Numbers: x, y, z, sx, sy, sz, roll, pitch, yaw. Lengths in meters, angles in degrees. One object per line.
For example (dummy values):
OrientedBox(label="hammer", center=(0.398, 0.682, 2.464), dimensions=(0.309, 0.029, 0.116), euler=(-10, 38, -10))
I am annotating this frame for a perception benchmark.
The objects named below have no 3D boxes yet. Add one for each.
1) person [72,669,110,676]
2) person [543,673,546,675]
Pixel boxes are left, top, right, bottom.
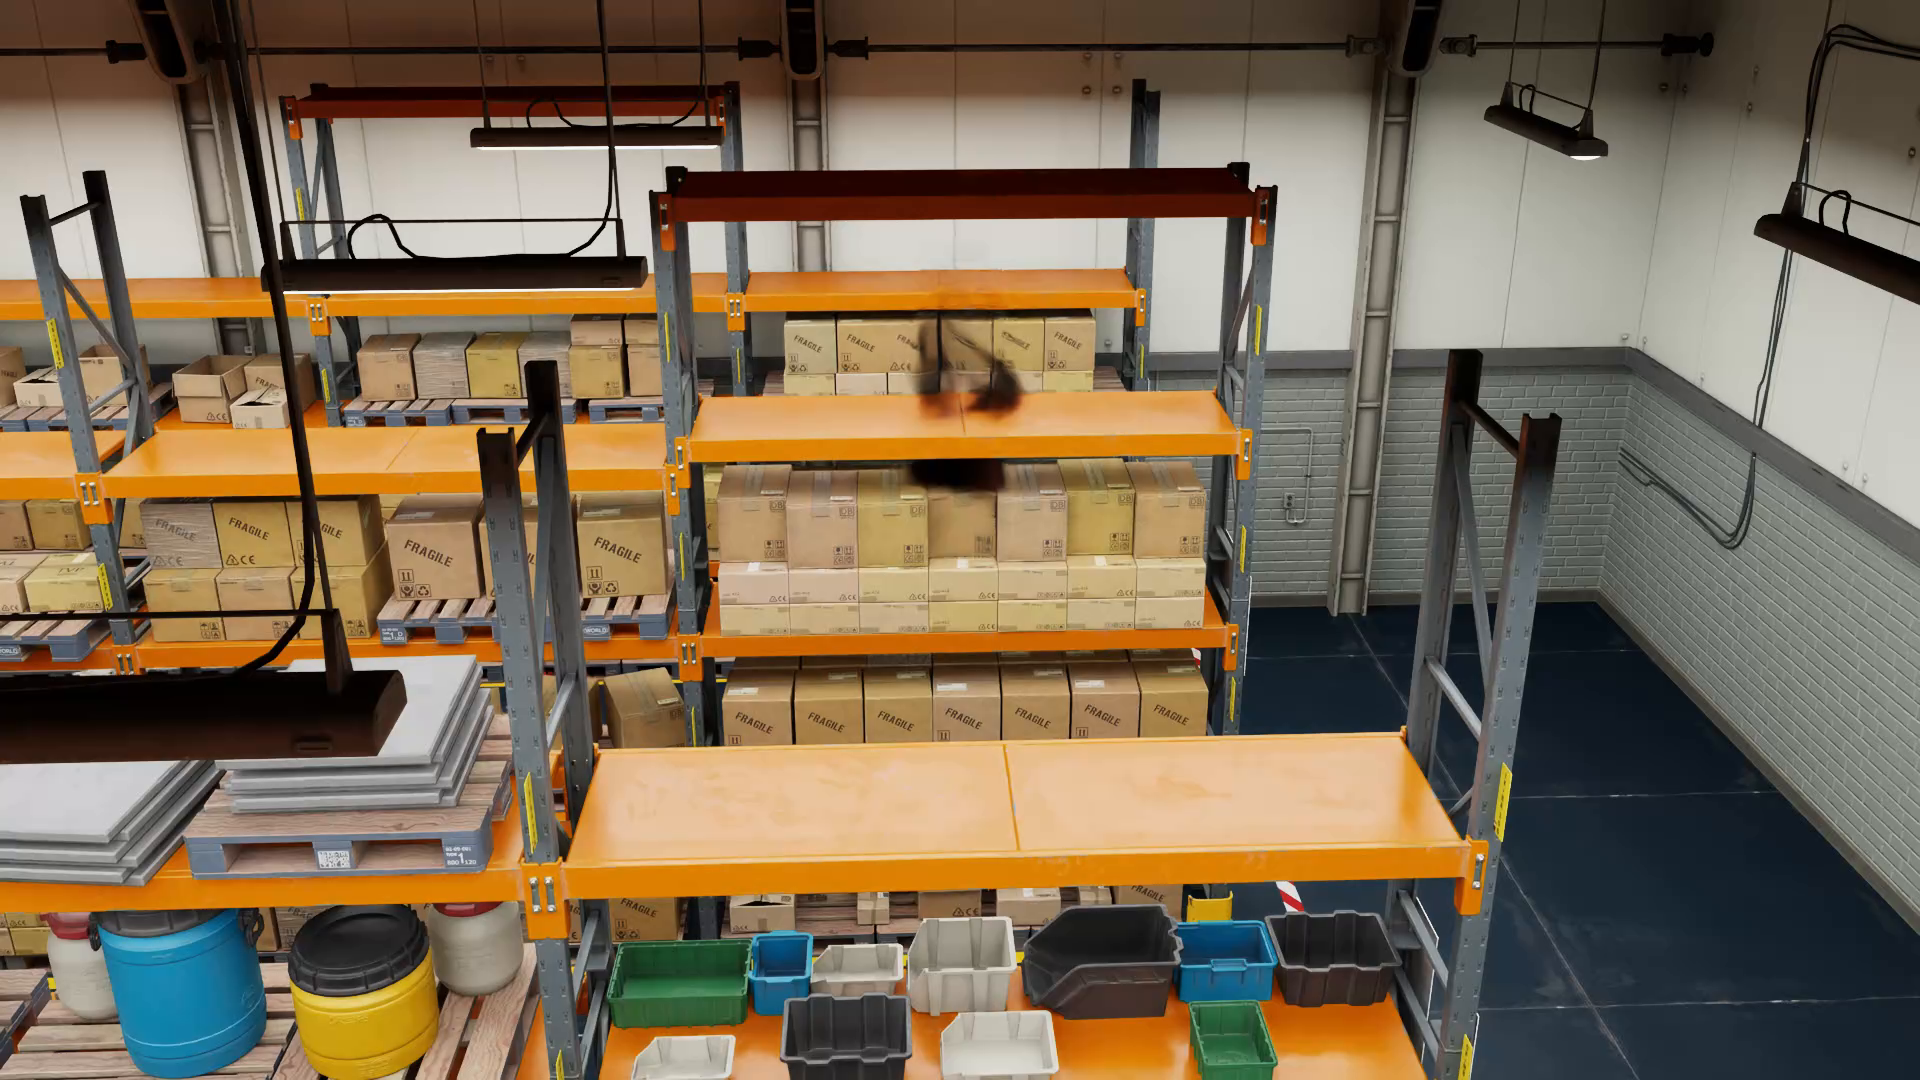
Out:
OrientedBox(label="person", center=(-7.305, 1.845, 14.316), dimensions=(0.612, 1.732, 0.683), euler=(-4, 22, -9))
OrientedBox(label="person", center=(-3.691, 1.759, 14.560), dimensions=(0.799, 1.688, 0.666), euler=(-3, 22, -6))
